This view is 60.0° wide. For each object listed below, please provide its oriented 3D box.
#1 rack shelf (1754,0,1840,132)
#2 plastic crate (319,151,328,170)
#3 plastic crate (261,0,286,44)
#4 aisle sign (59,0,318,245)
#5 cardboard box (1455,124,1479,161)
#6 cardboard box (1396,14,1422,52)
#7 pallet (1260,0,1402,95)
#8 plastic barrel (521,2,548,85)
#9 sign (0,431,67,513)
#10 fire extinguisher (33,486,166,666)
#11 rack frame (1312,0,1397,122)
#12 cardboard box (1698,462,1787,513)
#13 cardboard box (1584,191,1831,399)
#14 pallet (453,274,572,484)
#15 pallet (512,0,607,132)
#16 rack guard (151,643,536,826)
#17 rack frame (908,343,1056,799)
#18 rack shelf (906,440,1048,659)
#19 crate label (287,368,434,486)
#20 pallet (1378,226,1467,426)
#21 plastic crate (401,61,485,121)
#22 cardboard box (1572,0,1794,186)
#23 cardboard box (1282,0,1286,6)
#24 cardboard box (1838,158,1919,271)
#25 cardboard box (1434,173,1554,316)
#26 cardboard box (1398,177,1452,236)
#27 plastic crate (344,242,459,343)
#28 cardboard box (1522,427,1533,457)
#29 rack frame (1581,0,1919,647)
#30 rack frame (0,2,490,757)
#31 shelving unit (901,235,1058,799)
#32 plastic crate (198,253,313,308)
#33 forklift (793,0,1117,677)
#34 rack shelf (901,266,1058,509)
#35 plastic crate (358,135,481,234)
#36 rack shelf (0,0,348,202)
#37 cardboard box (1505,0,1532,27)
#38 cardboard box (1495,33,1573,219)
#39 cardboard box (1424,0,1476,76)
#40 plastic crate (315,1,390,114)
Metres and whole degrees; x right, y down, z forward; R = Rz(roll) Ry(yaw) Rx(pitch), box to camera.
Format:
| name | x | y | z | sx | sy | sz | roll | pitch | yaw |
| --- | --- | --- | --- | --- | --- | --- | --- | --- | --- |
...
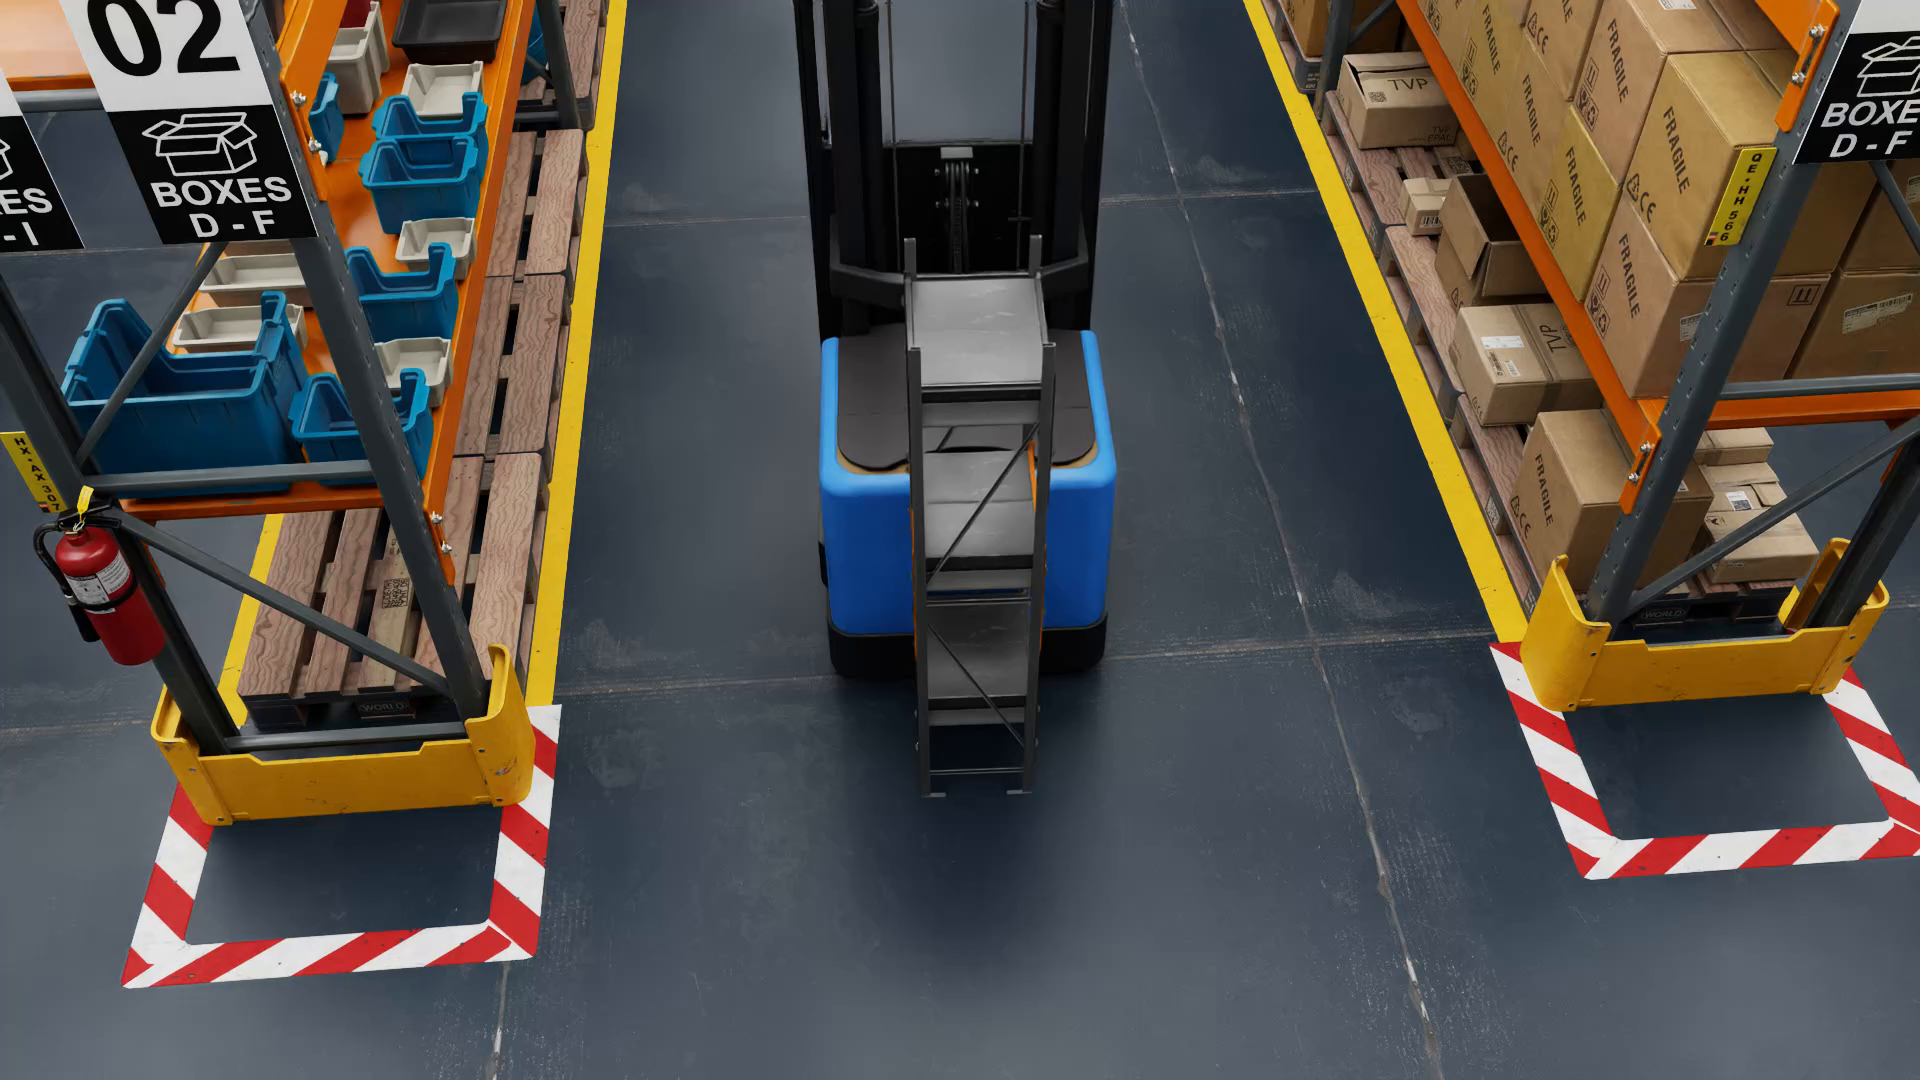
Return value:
| name | x | y | z | sx | sy | sz | roll | pitch | yaw |
| --- | --- | --- | --- | --- | --- | --- | --- | --- | --- |
| rack shelf | 2.604 | -2.716 | 5.822 | 1.077 | 0.370 | 4.000 | -3 | 47 | -3 |
| plastic crate | -2.514 | -1.319 | 6.210 | 0.298 | 0.136 | 0.250 | -3 | 47 | -3 |
| plastic crate | -1.919 | -1.468 | 4.235 | 0.497 | 0.269 | 0.590 | -3 | 47 | -3 |
| aisle sign | -1.862 | -1.046 | 4.021 | 0.394 | 0.787 | 0.004 | -3 | 47 | -3 |
| cardboard box | 2.767 | -2.275 | 8.394 | 0.500 | 0.500 | 0.500 | -3 | 47 | -3 |
| cardboard box | 2.639 | -3.035 | 9.114 | 0.500 | 0.500 | 0.500 | -5 | 47 | -5 |
| pallet | 2.331 | -3.006 | 9.588 | 1.003 | 0.211 | 1.213 | -3 | 47 | -3 |
| plastic barrel | -2.528 | -2.898 | 8.721 | 0.600 | 0.901 | 0.708 | -3 | 47 | -3 |
| sign | -2.711 | -0.197 | 4.895 | 0.100 | 0.325 | 0.005 | -3 | 47 | -3 |
| fire extinguisher | -2.605 | 0.105 | 5.031 | 0.296 | 0.674 | 0.183 | -3 | 47 | -3 |
| rack frame | 2.437 | -3.378 | 8.020 | 1.000 | 3.000 | 0.127 | -3 | 47 | -3 |
| cardboard box | 3.058 | -0.166 | 6.626 | 0.380 | 0.166 | 0.250 | -3 | 47 | -3 |
| cardboard box | 2.463 | -0.826 | 5.534 | 0.500 | 0.500 | 0.500 | -2 | 47 | -2 |
| pallet | -2.294 | -0.707 | 7.411 | 1.003 | 0.211 | 1.213 | -3 | 47 | -3 |
| pallet | -2.522 | -2.682 | 9.281 | 1.003 | 0.211 | 1.213 | -3 | 47 | -3 |
| rack guard | -2.149 | 0.690 | 5.889 | 1.175 | 0.500 | 0.348 | -3 | 47 | -3 |
| rack frame | 0.060 | 0.200 | 5.251 | 0.400 | 2.100 | 0.015 | -2 | 47 | -2 |
| rack shelf | 0.049 | 0.032 | 5.429 | 0.431 | 0.518 | 0.480 | -2 | 47 | -2 |
| crate label | -1.857 | -0.348 | 5.224 | 0.416 | 0.233 | 0.303 | -3 | 47 | -3 |
| pallet | 2.599 | -1.038 | 7.724 | 1.003 | 0.211 | 1.213 | -3 | 47 | -3 |
| plastic crate | -2.054 | -1.768 | 6.636 | 0.293 | 0.136 | 0.466 | -3 | 47 | -3 |
| cardboard box | 2.417 | -1.533 | 5.515 | 0.500 | 0.500 | 0.500 | -2 | 47 | -2 |
| cardboard box | 2.077 | -3.368 | 9.429 | 0.500 | 0.500 | 0.500 | -3 | 47 | -3 |
| cardboard box | 2.997 | -1.200 | 5.199 | 0.500 | 0.500 | 0.500 | -2 | 47 | -2 |
| cardboard box | 2.599 | -1.312 | 7.480 | 0.797 | 0.503 | 0.637 | -3 | 47 | -3 |
| cardboard box | 2.339 | -1.613 | 7.997 | 0.380 | 0.166 | 0.250 | -3 | 47 | -3 |
| plastic crate | -1.912 | -0.824 | 5.675 | 0.416 | 0.233 | 0.300 | -3 | 47 | -3 |
| cardboard box | 2.537 | -0.338 | 6.789 | 0.380 | 0.166 | 0.250 | -3 | 47 | -3 |
| rack frame | 2.772 | -0.484 | 5.279 | 1.000 | 3.000 | 0.127 | -3 | 47 | -3 |
| rack frame | -2.164 | -0.186 | 4.997 | 1.000 | 3.000 | 0.127 | -3 | 47 | -3 |
| shelving unit | 0.049 | 0.023 | 5.419 | 0.431 | 2.100 | 0.503 | -2 | 47 | -2 |
| plastic crate | -2.423 | -0.906 | 5.819 | 0.396 | 0.136 | 0.243 | -3 | 47 | -3 |
| forklift | -0.033 | -1.550 | 6.336 | 1.130 | 2.935 | 3.031 | -2 | 47 | -2 |
| rack shelf | 0.049 | -0.449 | 4.921 | 0.431 | 0.518 | 0.480 | -2 | 47 | -2 |
| plastic crate | -1.967 | -1.300 | 6.126 | 0.416 | 0.233 | 0.300 | -3 | 47 | -3 |
| rack shelf | -2.332 | -2.417 | 5.539 | 1.077 | 0.370 | 4.000 | -3 | 47 | -3 |
| cardboard box | 2.326 | -2.280 | 6.222 | 0.500 | 0.500 | 0.500 | -2 | 47 | -2 |
| cardboard box | 2.380 | -1.563 | 6.232 | 0.500 | 0.500 | 0.500 | -3 | 47 | -3 |
| cardboard box | 2.294 | -2.295 | 6.925 | 0.500 | 0.500 | 0.500 | -4 | 47 | -4 |
| plastic crate | -2.555 | -1.944 | 6.702 | 0.437 | 0.282 | 0.530 | -3 | 47 | -3 |
